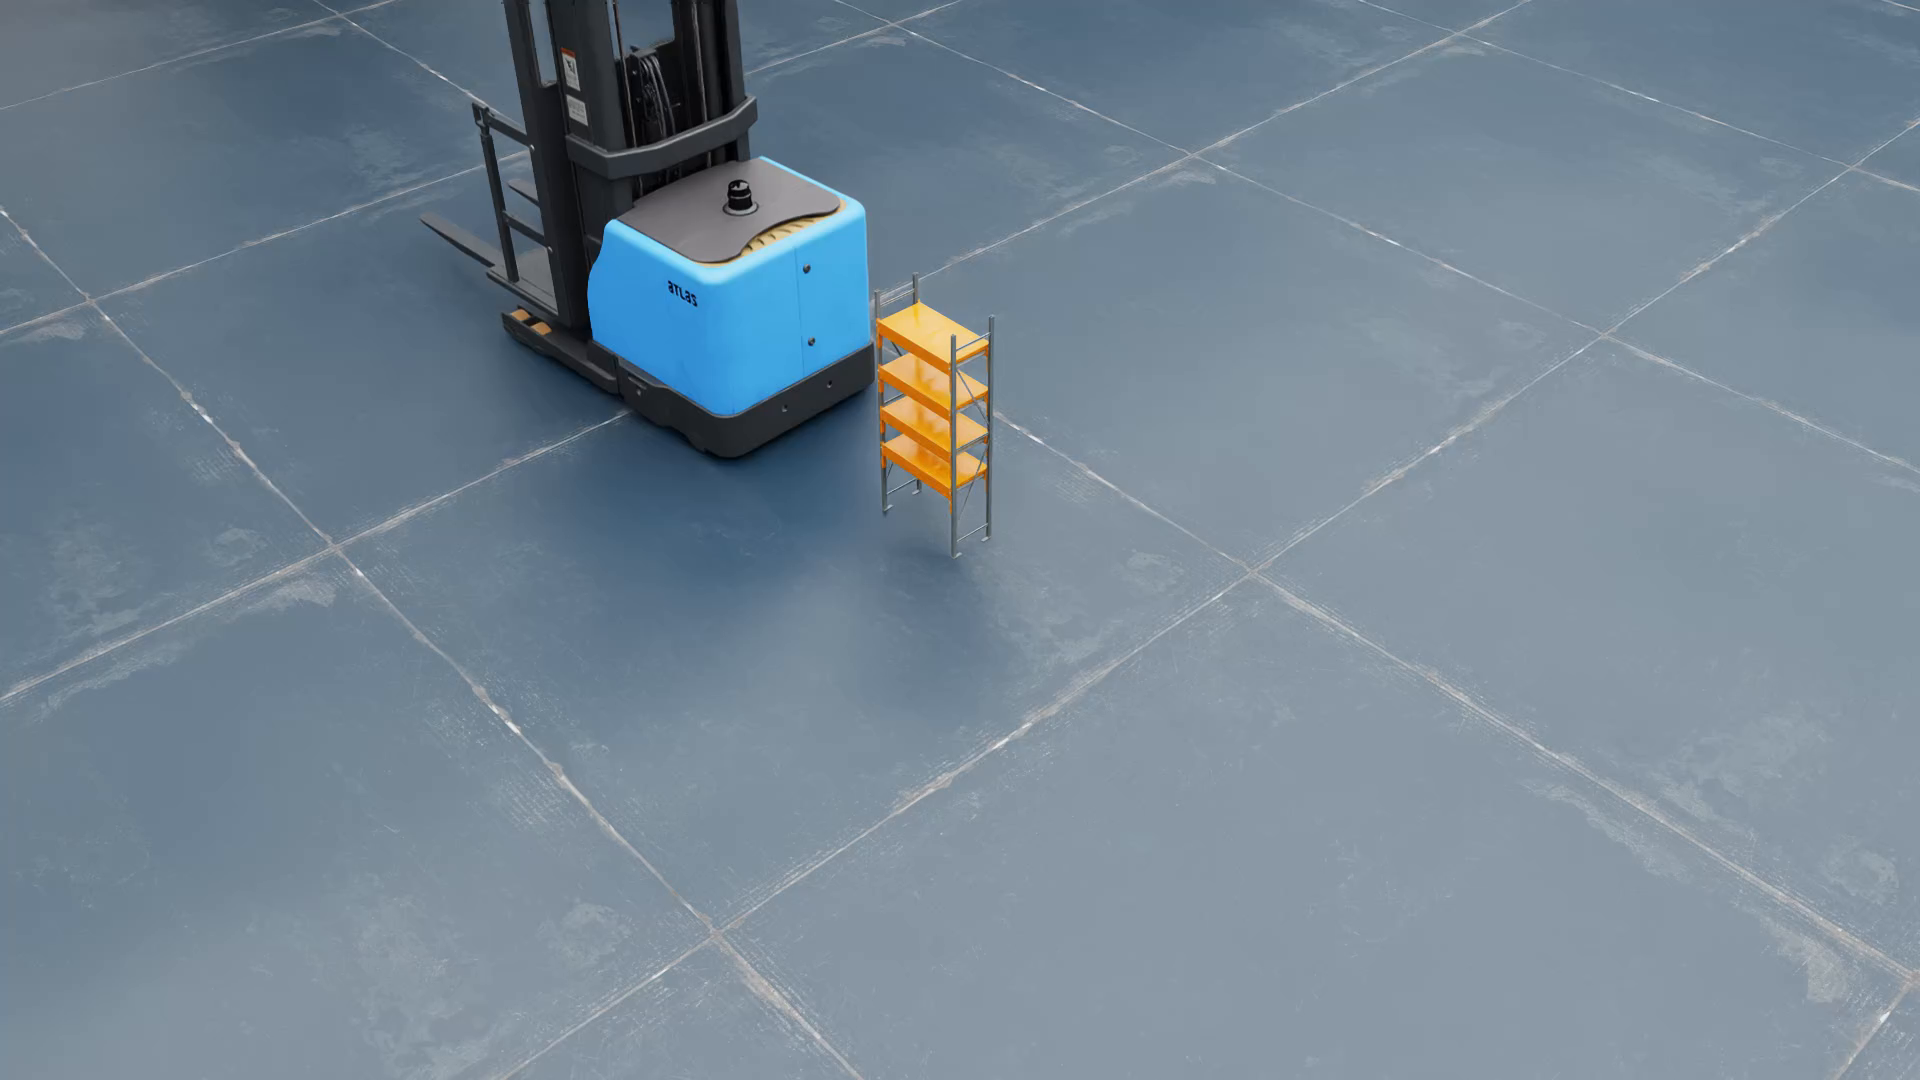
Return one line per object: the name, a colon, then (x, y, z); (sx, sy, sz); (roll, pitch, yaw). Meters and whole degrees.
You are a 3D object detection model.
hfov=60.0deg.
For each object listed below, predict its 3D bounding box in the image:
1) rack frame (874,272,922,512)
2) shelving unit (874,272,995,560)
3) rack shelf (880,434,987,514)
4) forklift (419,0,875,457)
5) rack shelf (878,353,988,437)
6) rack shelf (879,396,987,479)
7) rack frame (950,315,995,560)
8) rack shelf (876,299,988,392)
rack frame: (-0.277, -0.656, 7.608); (0.240, 1.200, 0.015); (-30, 48, -32)
shelving unit: (-0.112, -0.543, 7.468); (0.258, 1.200, 0.503); (-30, 48, -32)
rack shelf: (-0.112, -0.337, 7.635); (0.258, 0.148, 0.480); (-30, 48, -32)
forklift: (-1.853, -2.357, 8.336); (3.031, 2.935, 1.130); (31, 48, 33)
rack shelf: (-0.112, -0.665, 7.370); (0.258, 0.148, 0.480); (-30, 48, -32)
rack shelf: (-0.112, -0.491, 7.510); (0.258, 0.148, 0.480); (-30, 48, -32)
rack frame: (0.053, -0.430, 7.328); (0.240, 1.200, 0.015); (-30, 48, -32)
rack shelf: (-0.112, -0.849, 7.221); (0.258, 0.148, 0.480); (-30, 48, -32)
